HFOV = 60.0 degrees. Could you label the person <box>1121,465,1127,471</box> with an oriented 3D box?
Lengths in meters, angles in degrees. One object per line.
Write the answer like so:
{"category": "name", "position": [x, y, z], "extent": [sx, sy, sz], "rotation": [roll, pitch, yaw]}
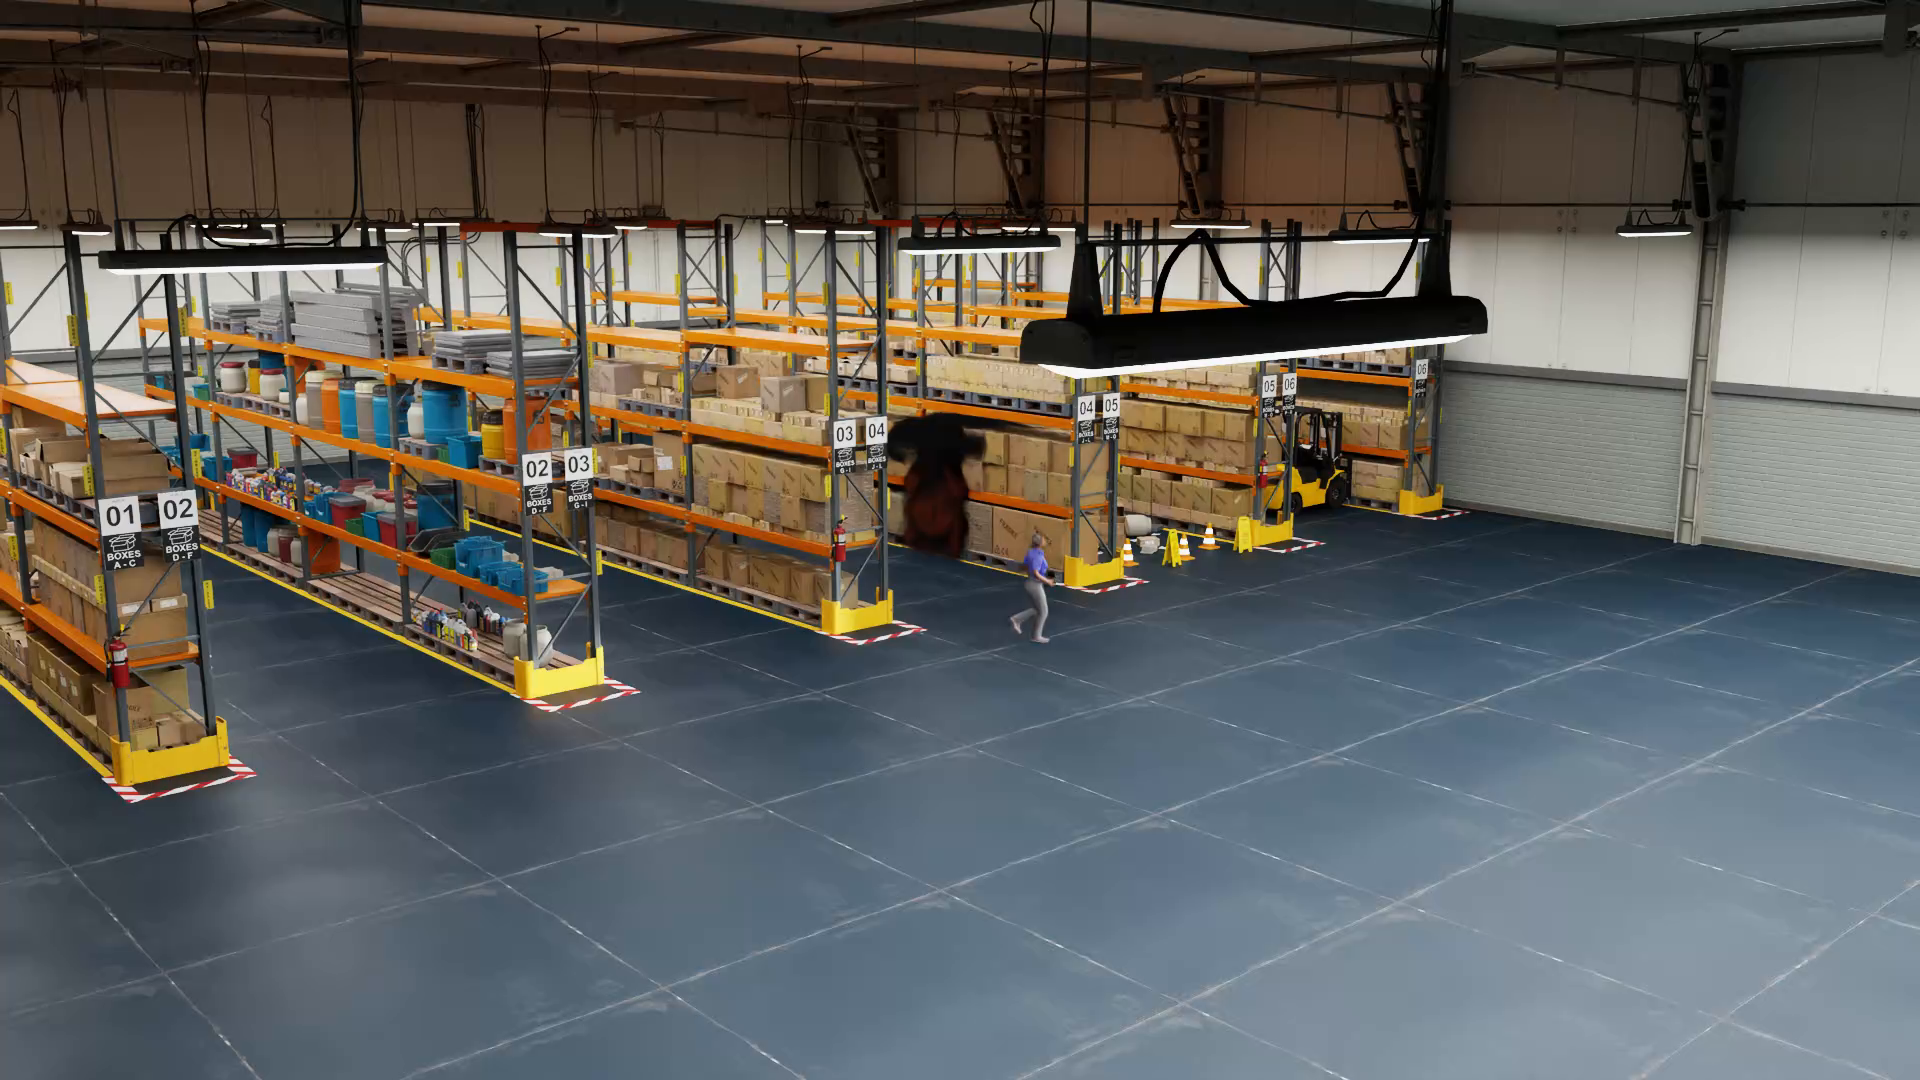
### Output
{"category": "person", "position": [3.844, -1.798, 36.626], "extent": [0.955, 1.654, 0.573], "rotation": [10, 15, 42]}

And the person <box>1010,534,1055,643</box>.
{"category": "person", "position": [1.063, 0.717, 24.284], "extent": [0.616, 1.630, 0.570], "rotation": [-1, 12, -7]}

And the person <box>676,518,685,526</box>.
{"category": "person", "position": [-5.313, -0.978, 32.052], "extent": [0.717, 1.745, 0.662], "rotation": [9, 14, 38]}
